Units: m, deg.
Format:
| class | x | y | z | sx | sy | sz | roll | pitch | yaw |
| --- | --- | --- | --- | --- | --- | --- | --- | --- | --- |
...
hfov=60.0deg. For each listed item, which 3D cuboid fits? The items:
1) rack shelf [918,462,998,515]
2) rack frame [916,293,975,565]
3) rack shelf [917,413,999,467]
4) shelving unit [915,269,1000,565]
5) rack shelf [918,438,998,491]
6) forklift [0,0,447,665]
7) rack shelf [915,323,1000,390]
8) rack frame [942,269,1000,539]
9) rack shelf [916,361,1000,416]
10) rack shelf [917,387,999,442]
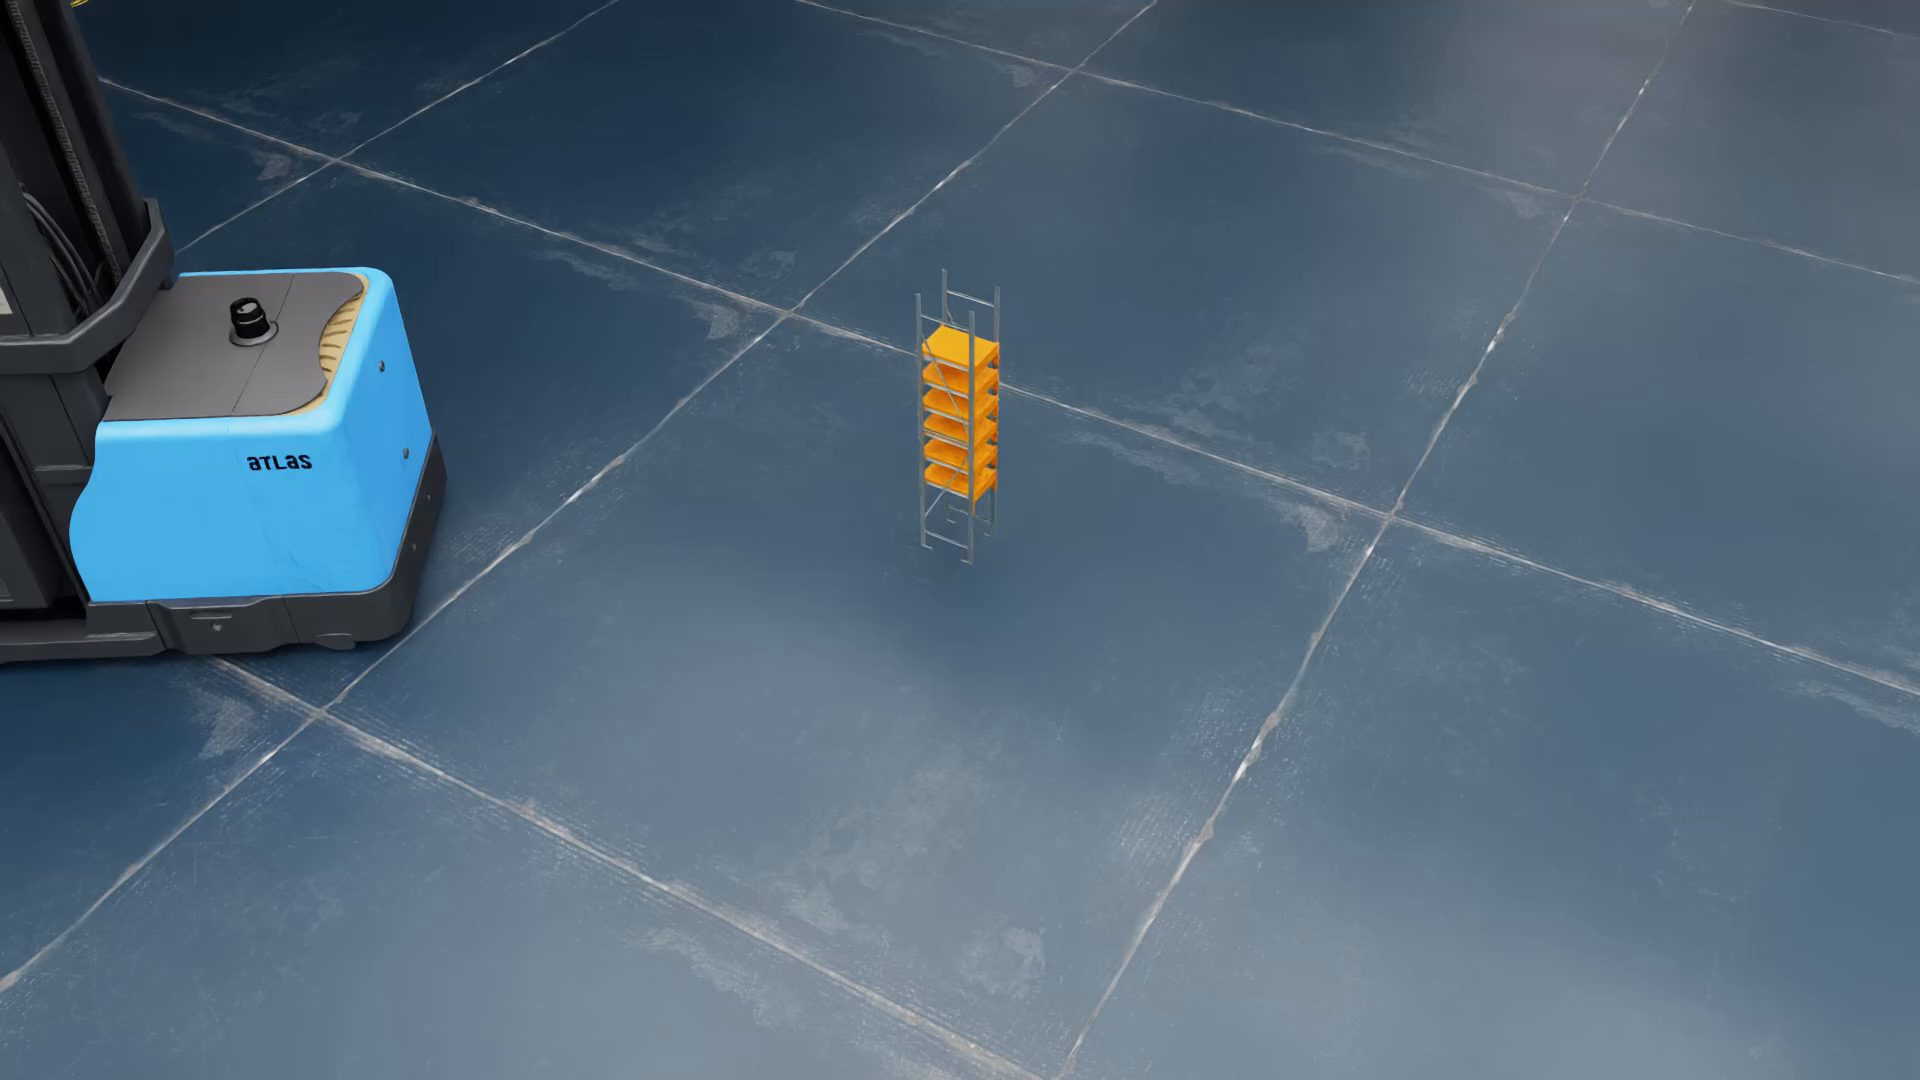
| class | x | y | z | sx | sy | sz | roll | pitch | yaw |
| --- | --- | --- | --- | --- | --- | --- | --- | --- | --- |
| rack shelf | -0.007 | -0.229 | 6.532 | 0.258 | 0.103 | 0.180 | 21 | 45 | 22 |
| rack frame | -0.053 | -0.390 | 6.285 | 0.240 | 1.200 | 0.006 | 21 | 45 | 22 |
| rack shelf | -0.007 | -0.409 | 6.373 | 0.258 | 0.103 | 0.180 | 21 | 45 | 22 |
| shelving unit | -0.007 | -0.442 | 6.344 | 0.258 | 1.200 | 0.189 | 21 | 45 | 22 |
| rack shelf | -0.007 | -0.319 | 6.453 | 0.258 | 0.103 | 0.180 | 21 | 45 | 22 |
| forklift | -3.625 | -0.963 | 5.626 | 3.031 | 2.935 | 1.130 | -2 | 41 | -2 |
| rack shelf | -0.007 | -0.679 | 6.136 | 0.258 | 0.103 | 0.180 | 21 | 45 | 22 |
| rack frame | 0.039 | -0.494 | 6.404 | 0.240 | 1.200 | 0.006 | 21 | 45 | 22 |
| rack shelf | -0.007 | -0.589 | 6.215 | 0.258 | 0.103 | 0.180 | 21 | 45 | 22 |
| rack shelf | -0.007 | -0.499 | 6.294 | 0.258 | 0.103 | 0.180 | 21 | 45 | 22 |
